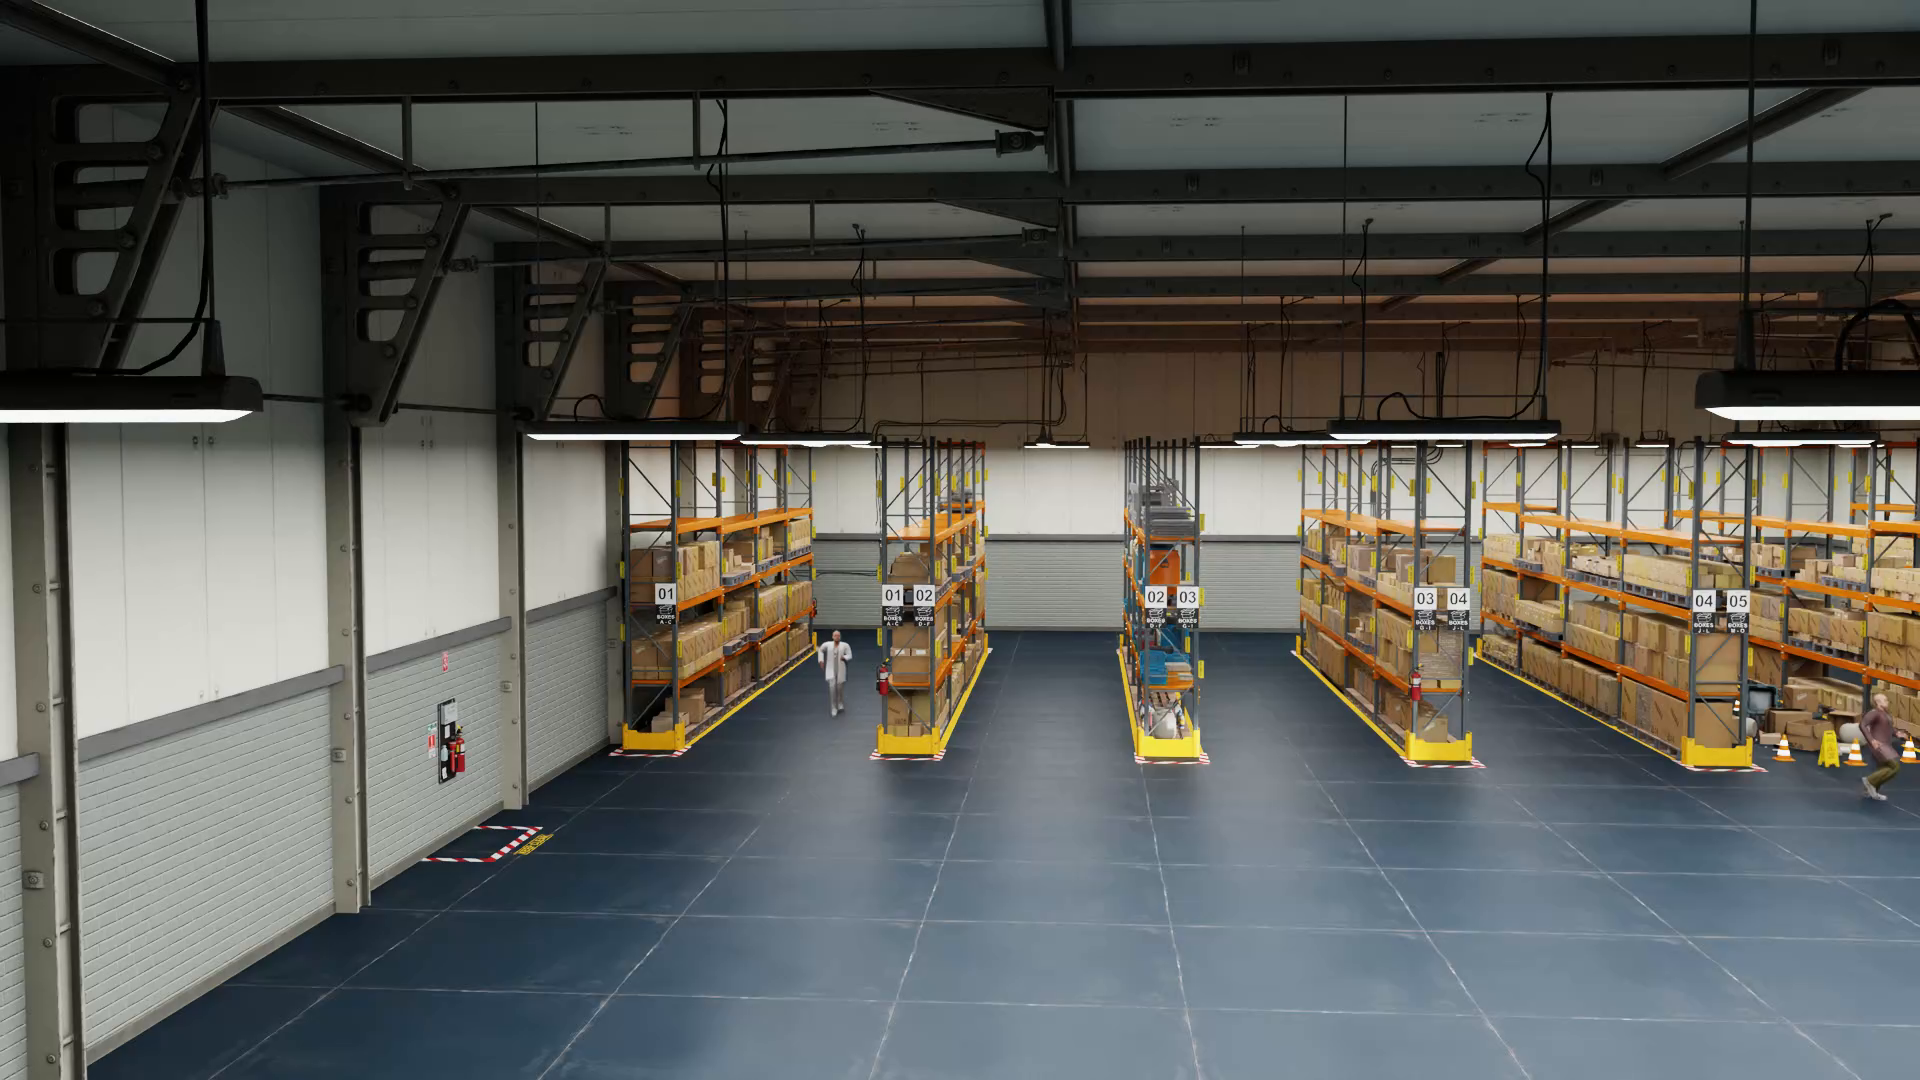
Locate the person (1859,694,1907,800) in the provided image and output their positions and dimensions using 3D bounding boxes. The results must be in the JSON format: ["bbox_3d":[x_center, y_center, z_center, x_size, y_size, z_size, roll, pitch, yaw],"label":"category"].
[{"bbox_3d":[15.106,3.391,27.180,0.656,1.742,0.692,3,4,43],"label":"person"}]

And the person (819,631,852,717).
[{"bbox_3d":[-2.725,2.886,36.334,0.725,1.827,0.968,0,3,-8],"label":"person"}]

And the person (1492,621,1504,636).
[{"bbox_3d":[15.473,2.402,47.573,0.781,1.676,0.710,2,3,29],"label":"person"}]
